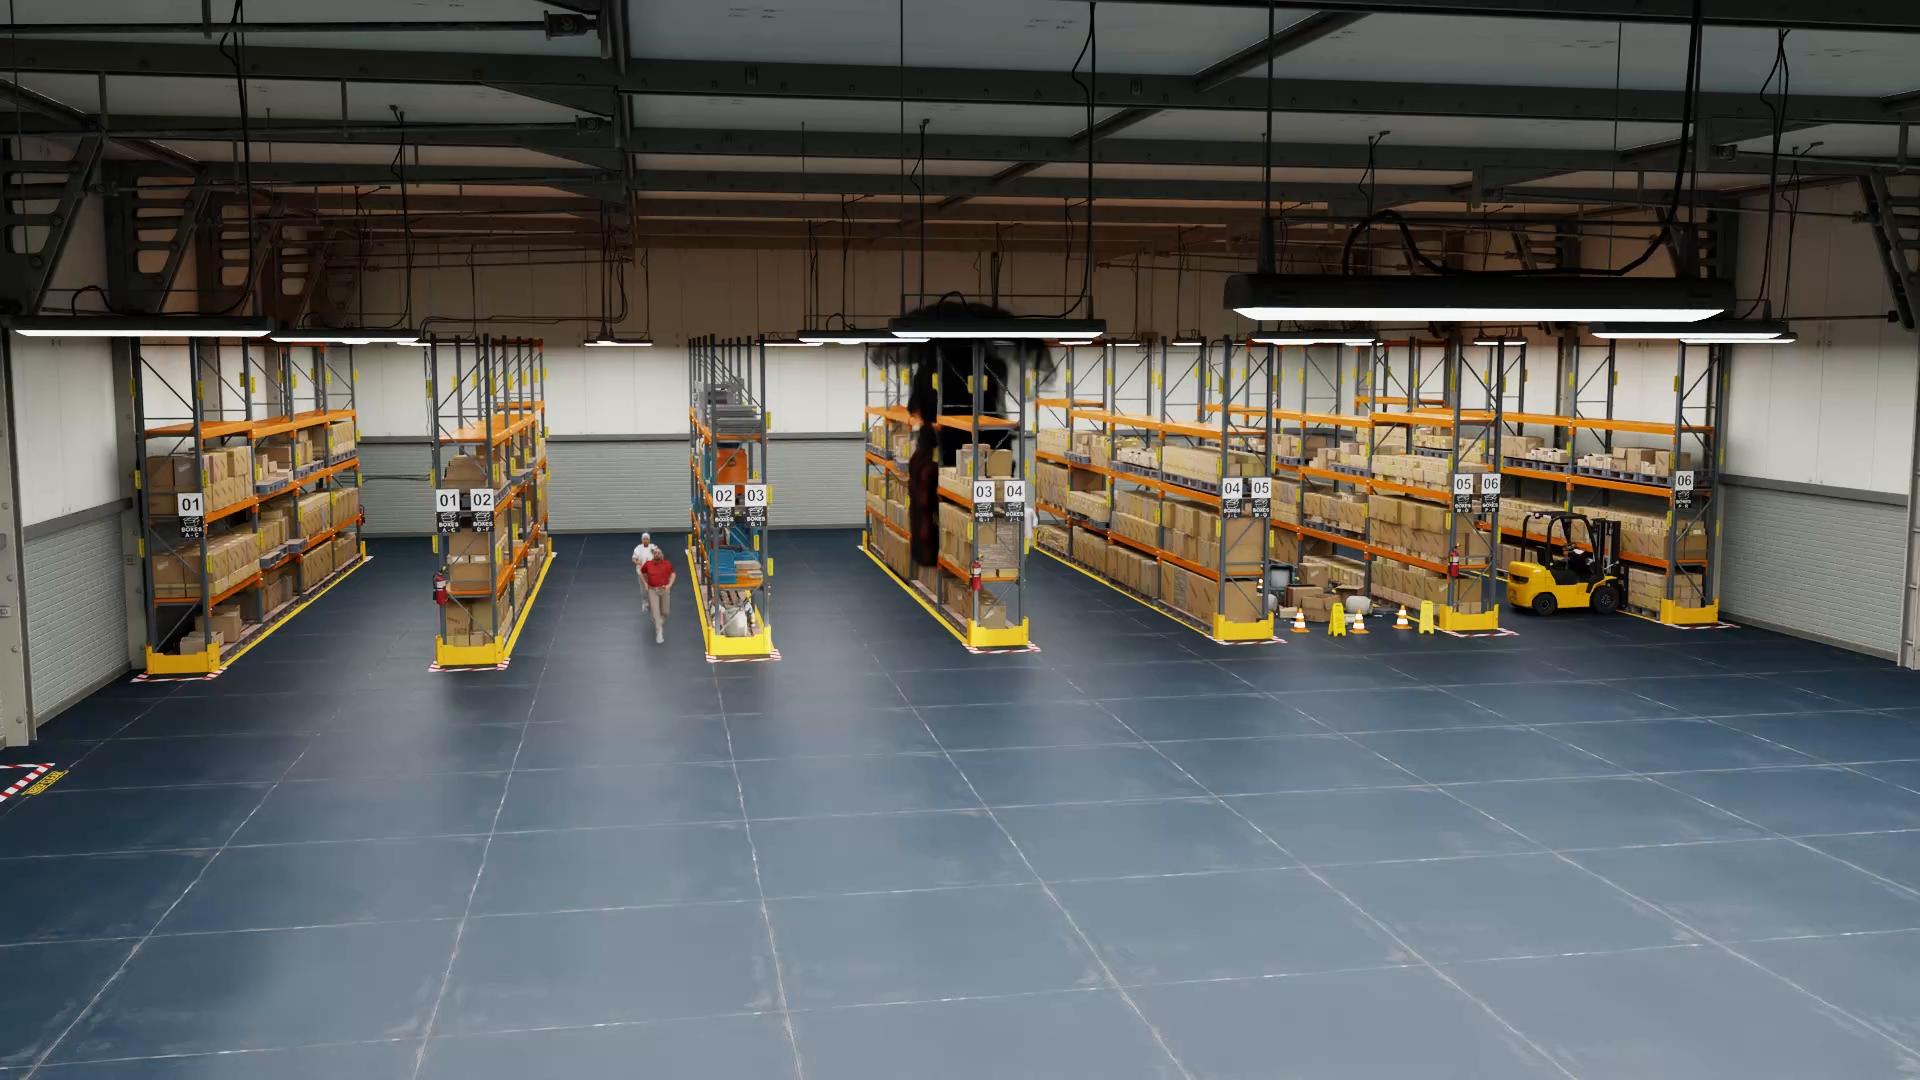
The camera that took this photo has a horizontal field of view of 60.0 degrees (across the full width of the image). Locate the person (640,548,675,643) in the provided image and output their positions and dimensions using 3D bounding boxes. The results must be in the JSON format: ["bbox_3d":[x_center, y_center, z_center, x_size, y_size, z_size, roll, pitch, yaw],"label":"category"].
[{"bbox_3d":[-5.719,1.011,31.534,0.639,1.747,1.015,-2,7,-18],"label":"person"}]

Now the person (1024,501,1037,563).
[{"bbox_3d":[1.713,-0.207,44.262,0.721,1.737,0.593,0,7,-4],"label":"person"}]

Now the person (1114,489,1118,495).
[{"bbox_3d":[4.397,-0.575,47.381,0.677,1.786,0.720,-2,7,-17],"label":"person"}]

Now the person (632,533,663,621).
[{"bbox_3d":[-6.409,0.748,34.125,0.617,1.797,0.698,-1,7,-7],"label":"person"}]
